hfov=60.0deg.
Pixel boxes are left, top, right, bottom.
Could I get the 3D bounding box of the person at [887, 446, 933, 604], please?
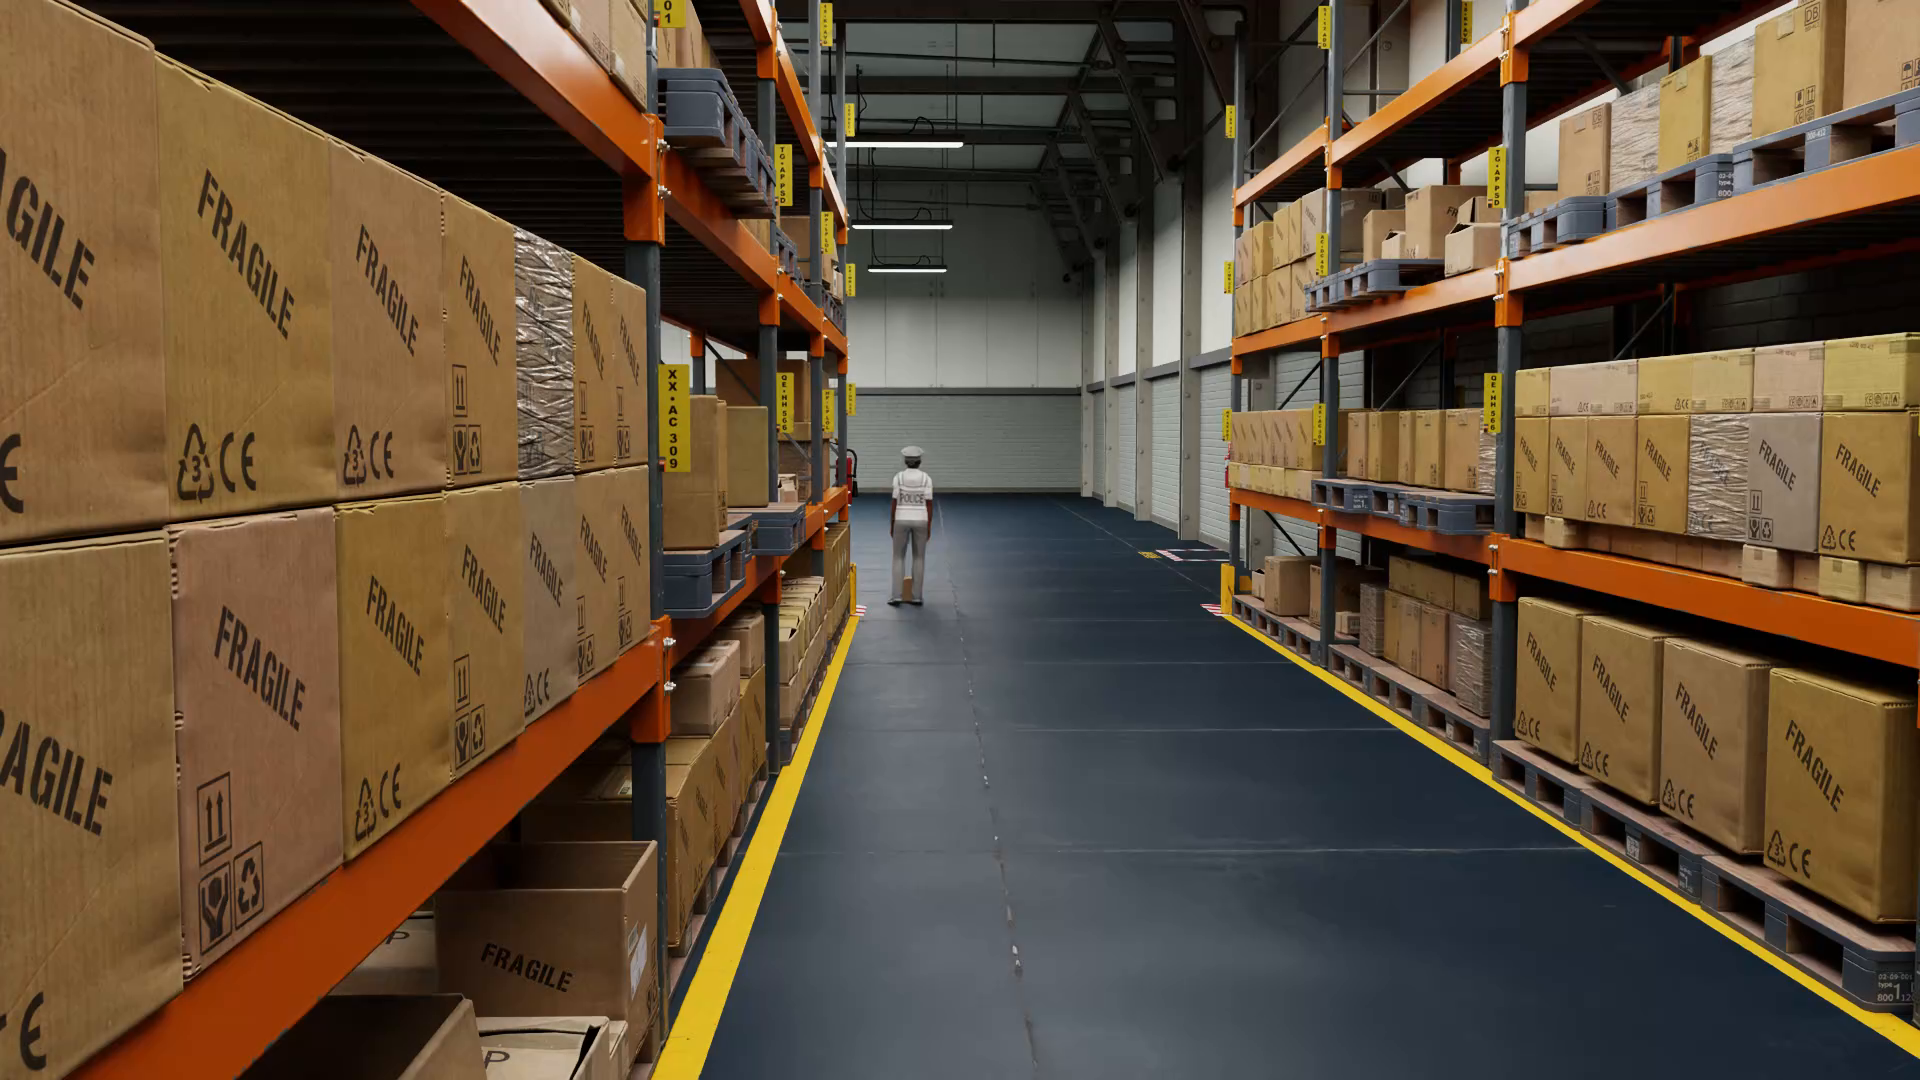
[{"bbox_3d":[-0.538,-0.156,17.911,0.493,1.714,0.350,0,4,-2],"label":"person"}]
